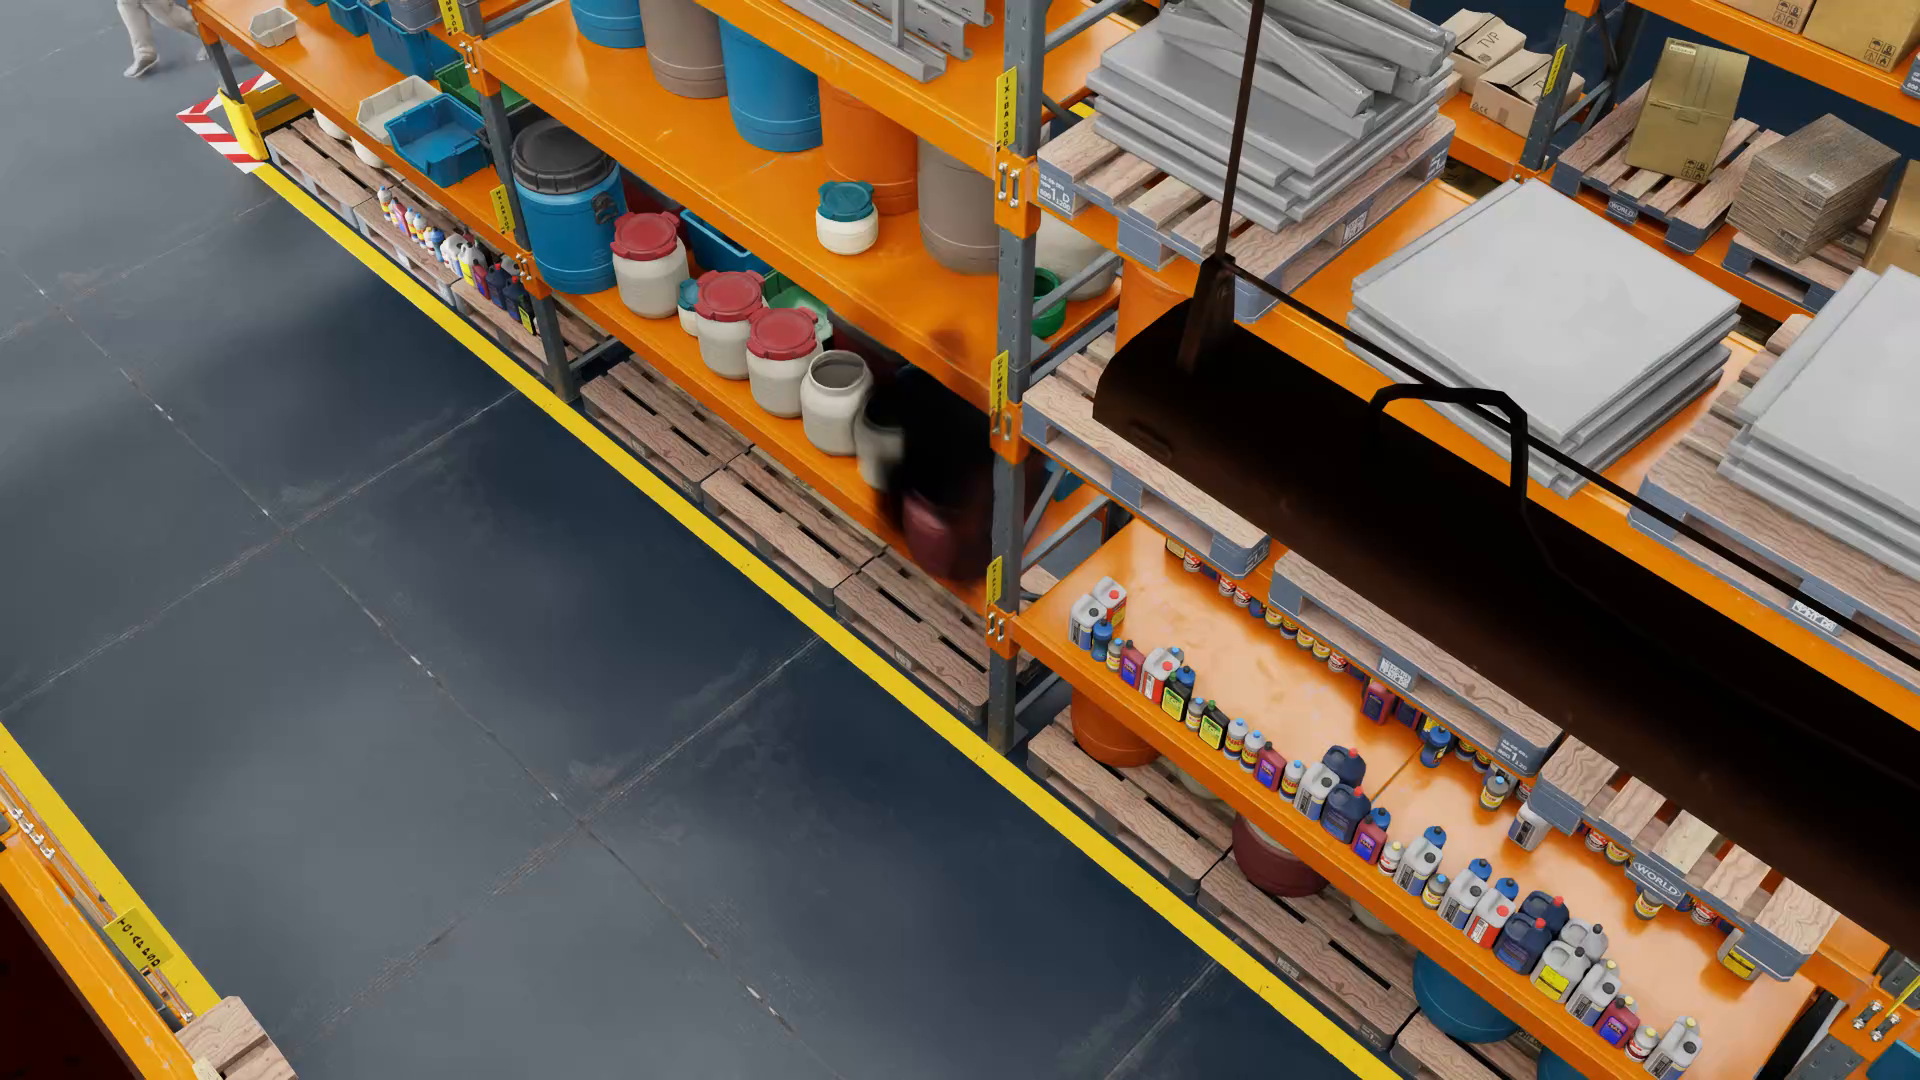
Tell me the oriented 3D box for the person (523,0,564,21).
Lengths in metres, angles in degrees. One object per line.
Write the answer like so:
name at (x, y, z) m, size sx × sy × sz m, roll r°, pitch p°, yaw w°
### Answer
person at (-3.049, -3.852, 12.410) m, size 0.679 × 1.782 × 0.992 m, roll -36°, pitch 59°, yaw -26°

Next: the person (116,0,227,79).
person at (-6.377, -4.426, 12.949) m, size 0.890 × 1.828 × 0.637 m, roll -18°, pitch 52°, yaw -15°
